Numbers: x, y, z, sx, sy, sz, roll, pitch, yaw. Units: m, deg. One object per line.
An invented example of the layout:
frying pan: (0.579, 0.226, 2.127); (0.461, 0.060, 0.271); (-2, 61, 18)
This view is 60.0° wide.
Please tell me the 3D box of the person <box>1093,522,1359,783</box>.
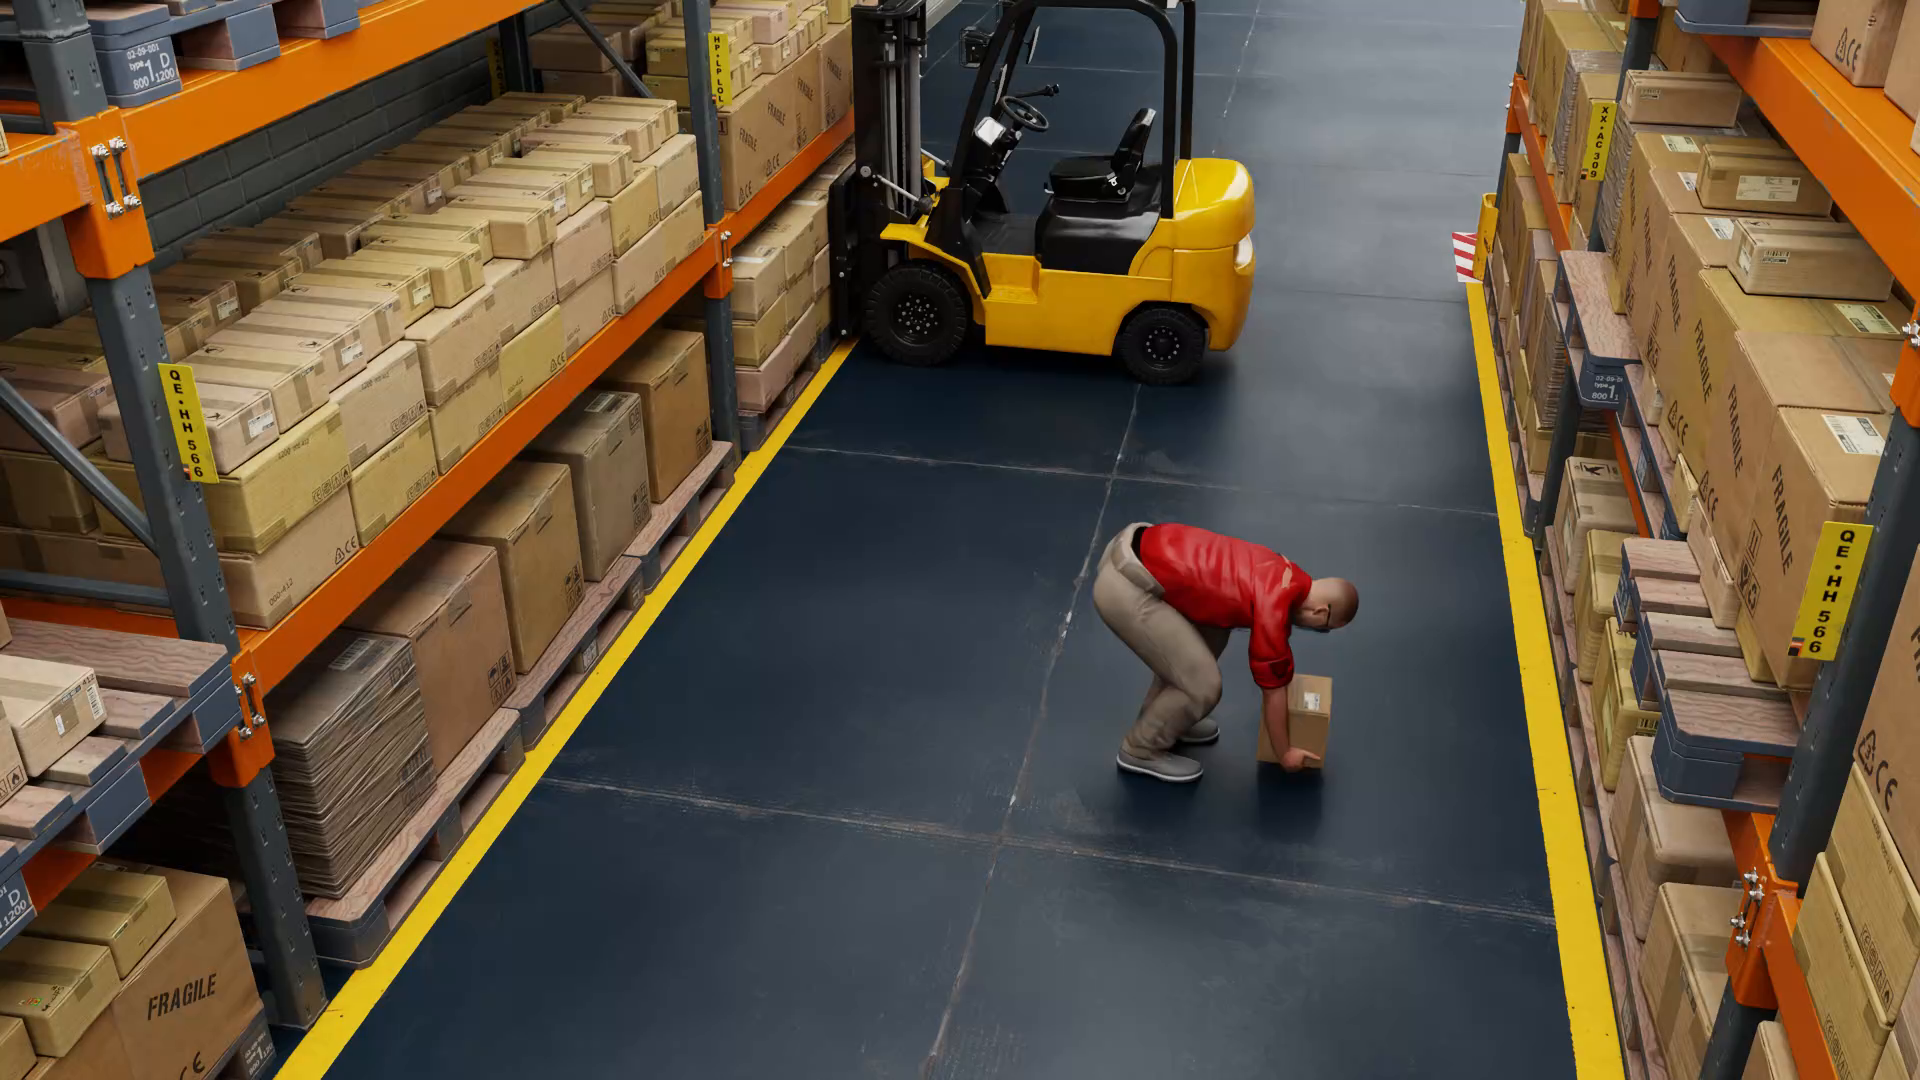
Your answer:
person: (0.968, 0.413, 6.186); (0.957, 0.962, 0.517); (4, 29, 8)
